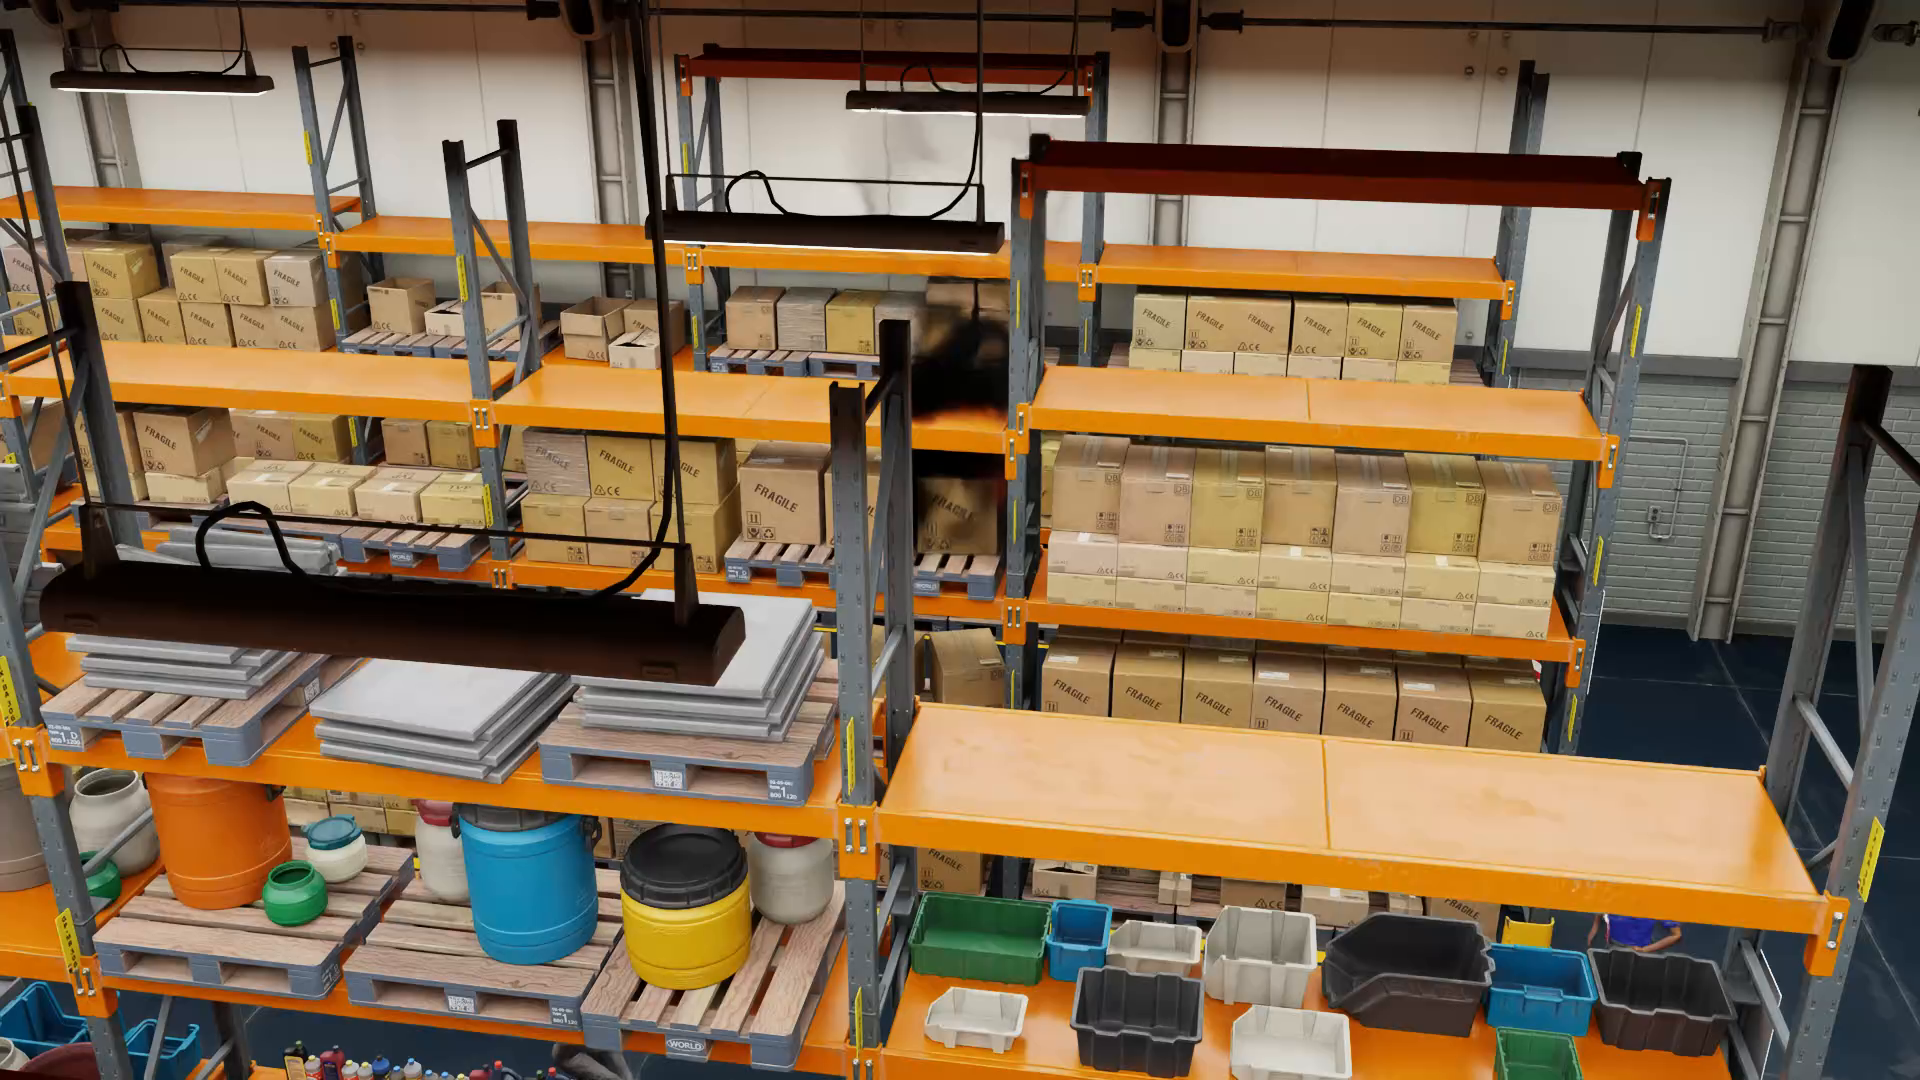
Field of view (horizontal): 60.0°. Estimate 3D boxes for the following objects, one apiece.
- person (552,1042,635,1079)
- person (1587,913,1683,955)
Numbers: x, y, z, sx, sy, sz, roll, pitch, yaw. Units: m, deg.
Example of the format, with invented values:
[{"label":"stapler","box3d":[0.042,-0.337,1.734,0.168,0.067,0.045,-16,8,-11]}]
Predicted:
[{"label":"person","box3d":[-2.462,3.043,10.950,0.617,1.737,0.646,2,23,4]},{"label":"person","box3d":[4.601,2.889,11.506,0.805,1.578,0.646,-21,31,-40]}]
